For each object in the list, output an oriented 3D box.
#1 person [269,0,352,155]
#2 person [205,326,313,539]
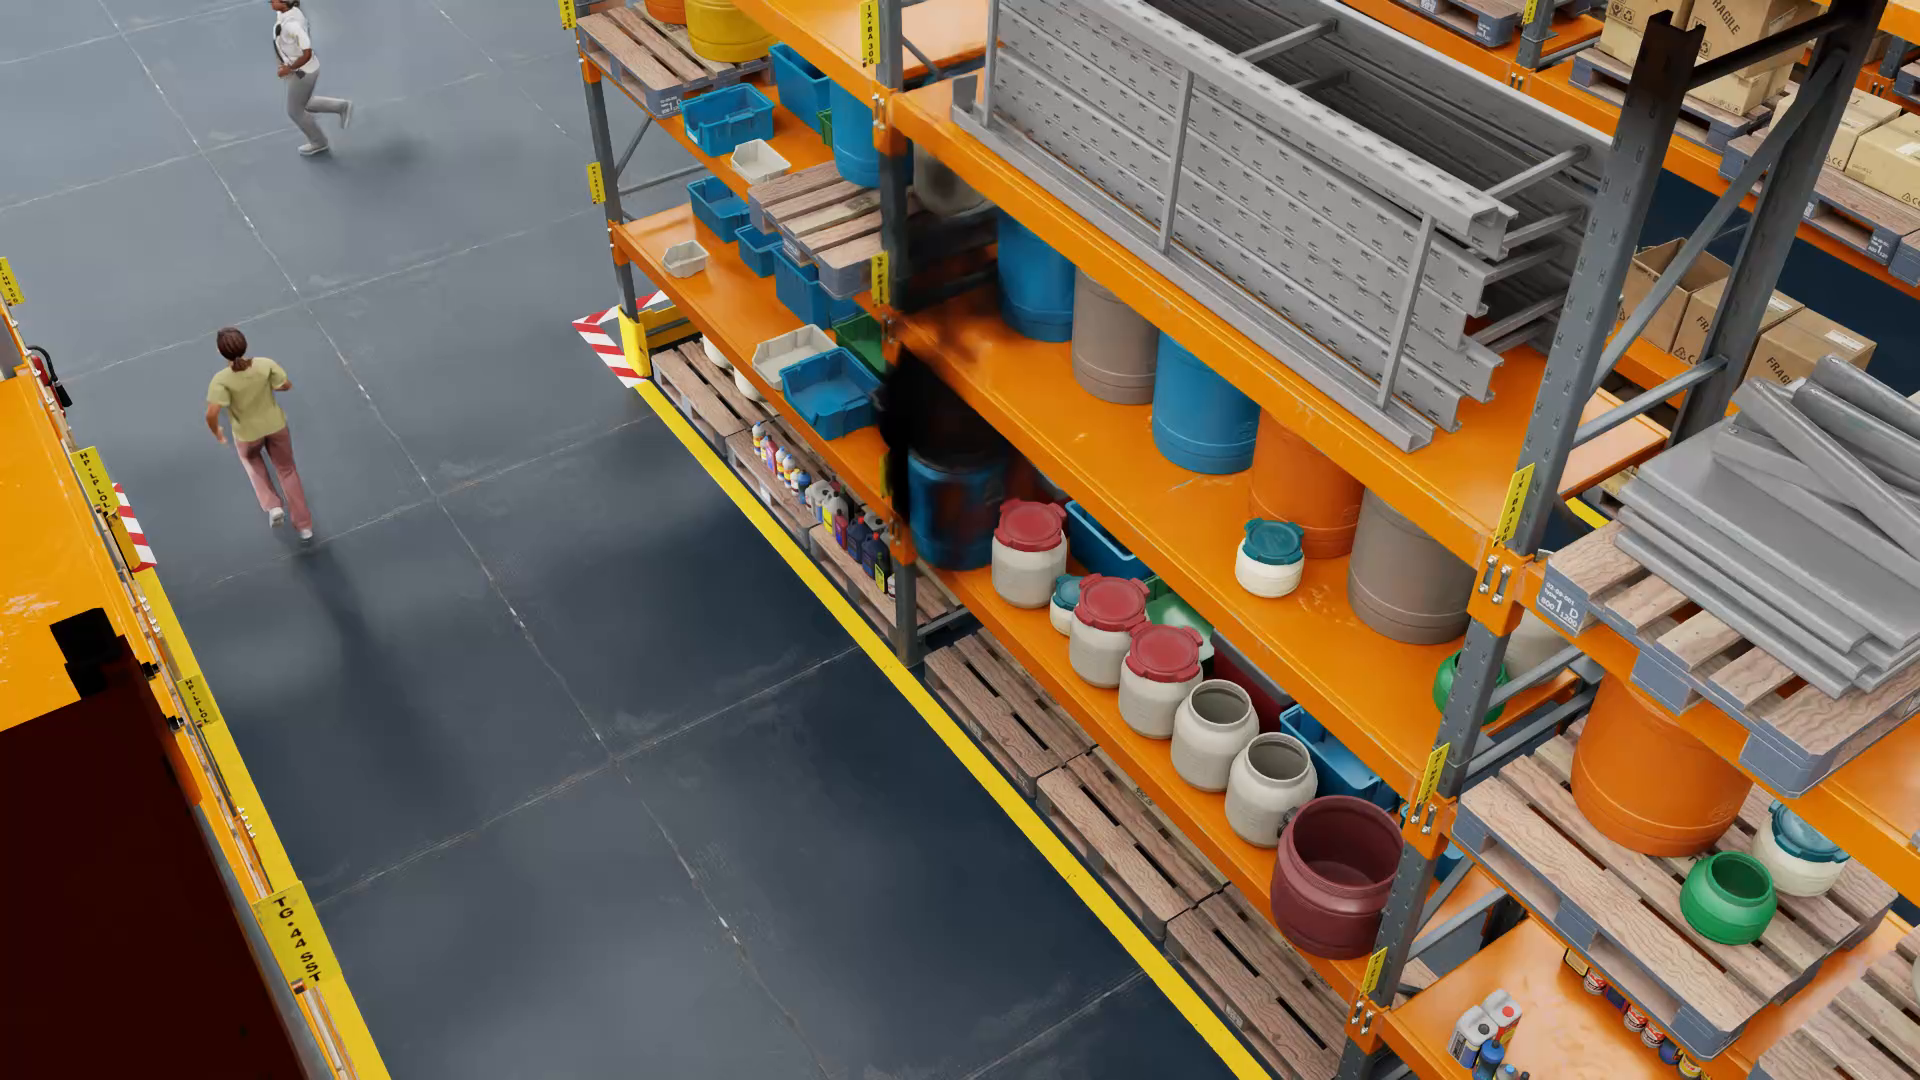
[{"bbox_3d":[-5.985,-4.331,15.257,0.589,1.662,0.575,-13,44,-14],"label":"person"},{"bbox_3d":[-4.790,-0.744,11.355,0.605,1.678,0.647,-24,48,-24],"label":"person"}]
